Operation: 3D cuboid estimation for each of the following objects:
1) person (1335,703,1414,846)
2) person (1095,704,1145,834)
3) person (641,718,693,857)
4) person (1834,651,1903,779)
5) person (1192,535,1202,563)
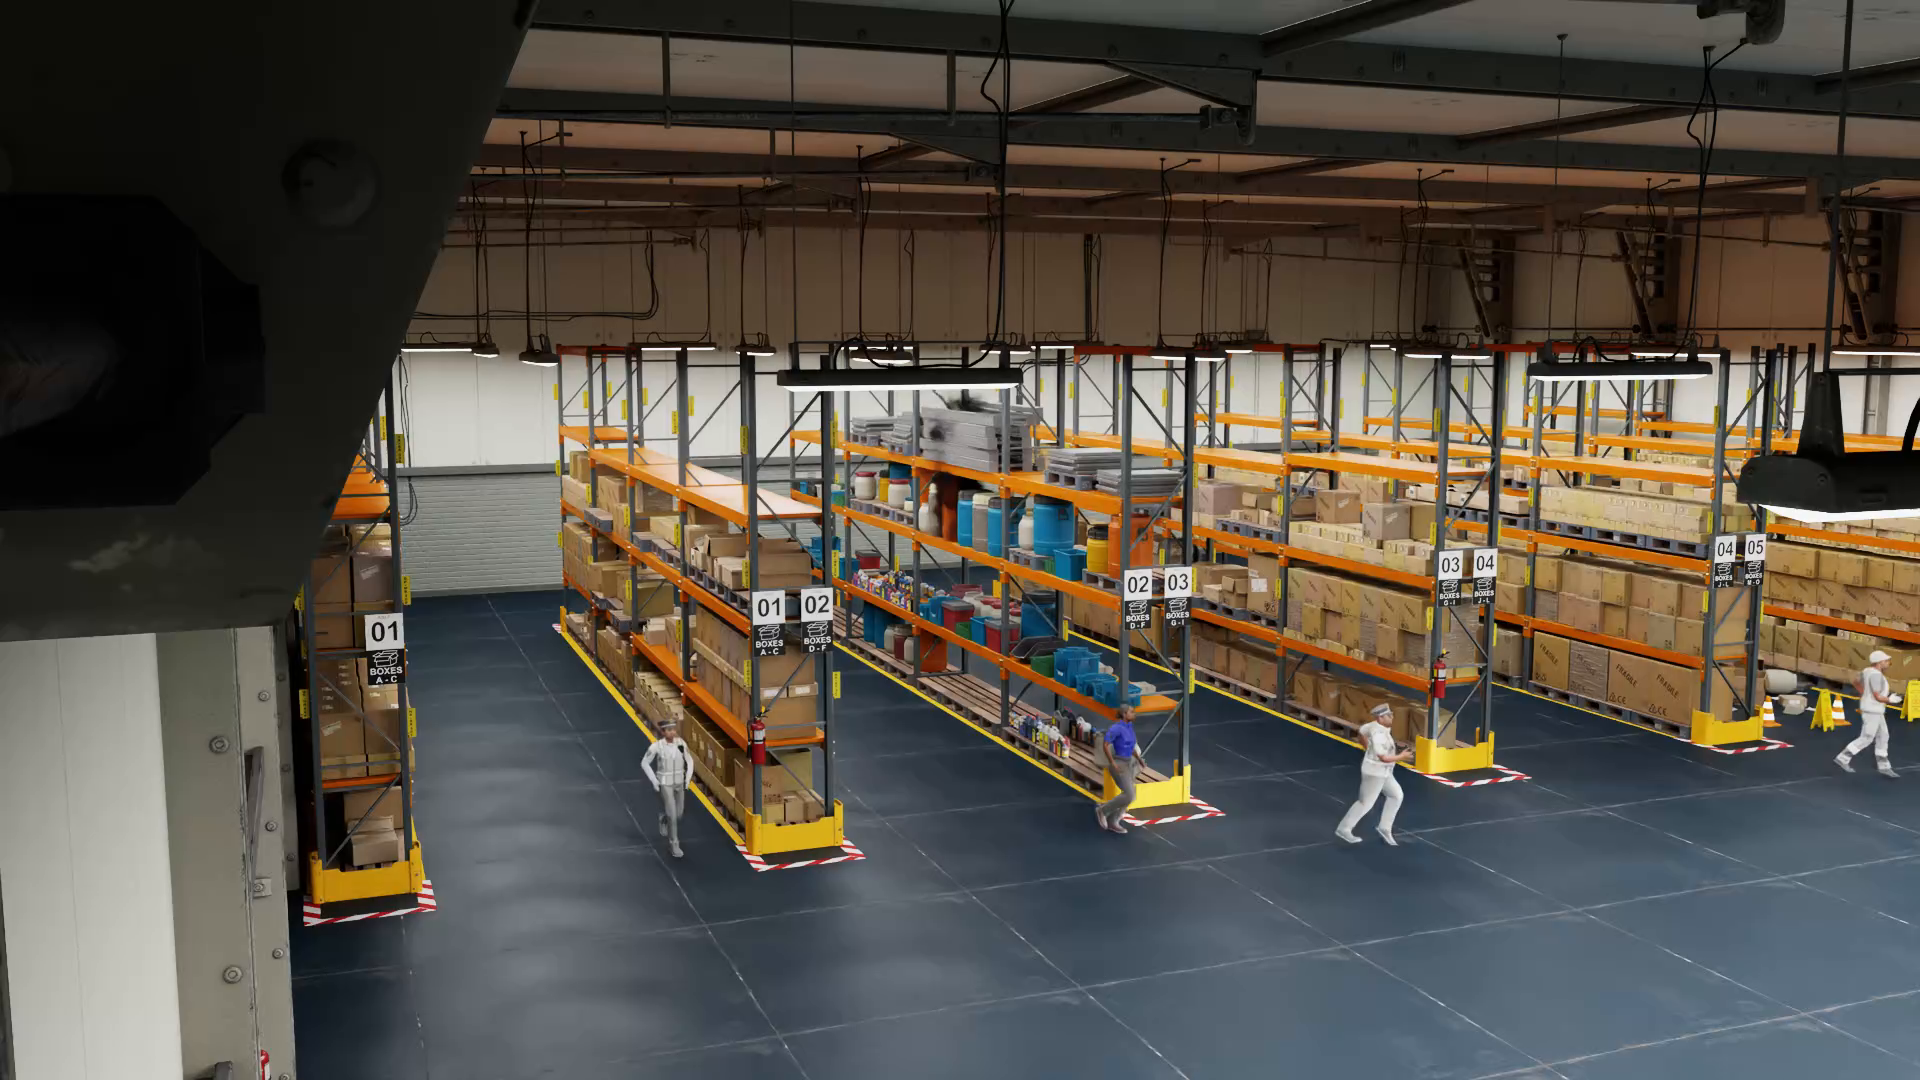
[{"bbox_3d":[5.093,2.882,20.393,0.911,1.828,0.673,2,8,16],"label":"person"},{"bbox_3d":[2.057,2.876,21.051,0.530,1.598,0.644,4,8,26],"label":"person"},{"bbox_3d":[-3.548,2.954,20.206,0.636,1.675,0.713,-5,9,-32],"label":"person"},{"bbox_3d":[12.884,2.457,23.513,0.866,1.820,0.680,3,8,23],"label":"person"},{"bbox_3d":[5.222,0.708,37.717,0.670,1.690,0.568,-3,8,-22],"label":"person"}]
